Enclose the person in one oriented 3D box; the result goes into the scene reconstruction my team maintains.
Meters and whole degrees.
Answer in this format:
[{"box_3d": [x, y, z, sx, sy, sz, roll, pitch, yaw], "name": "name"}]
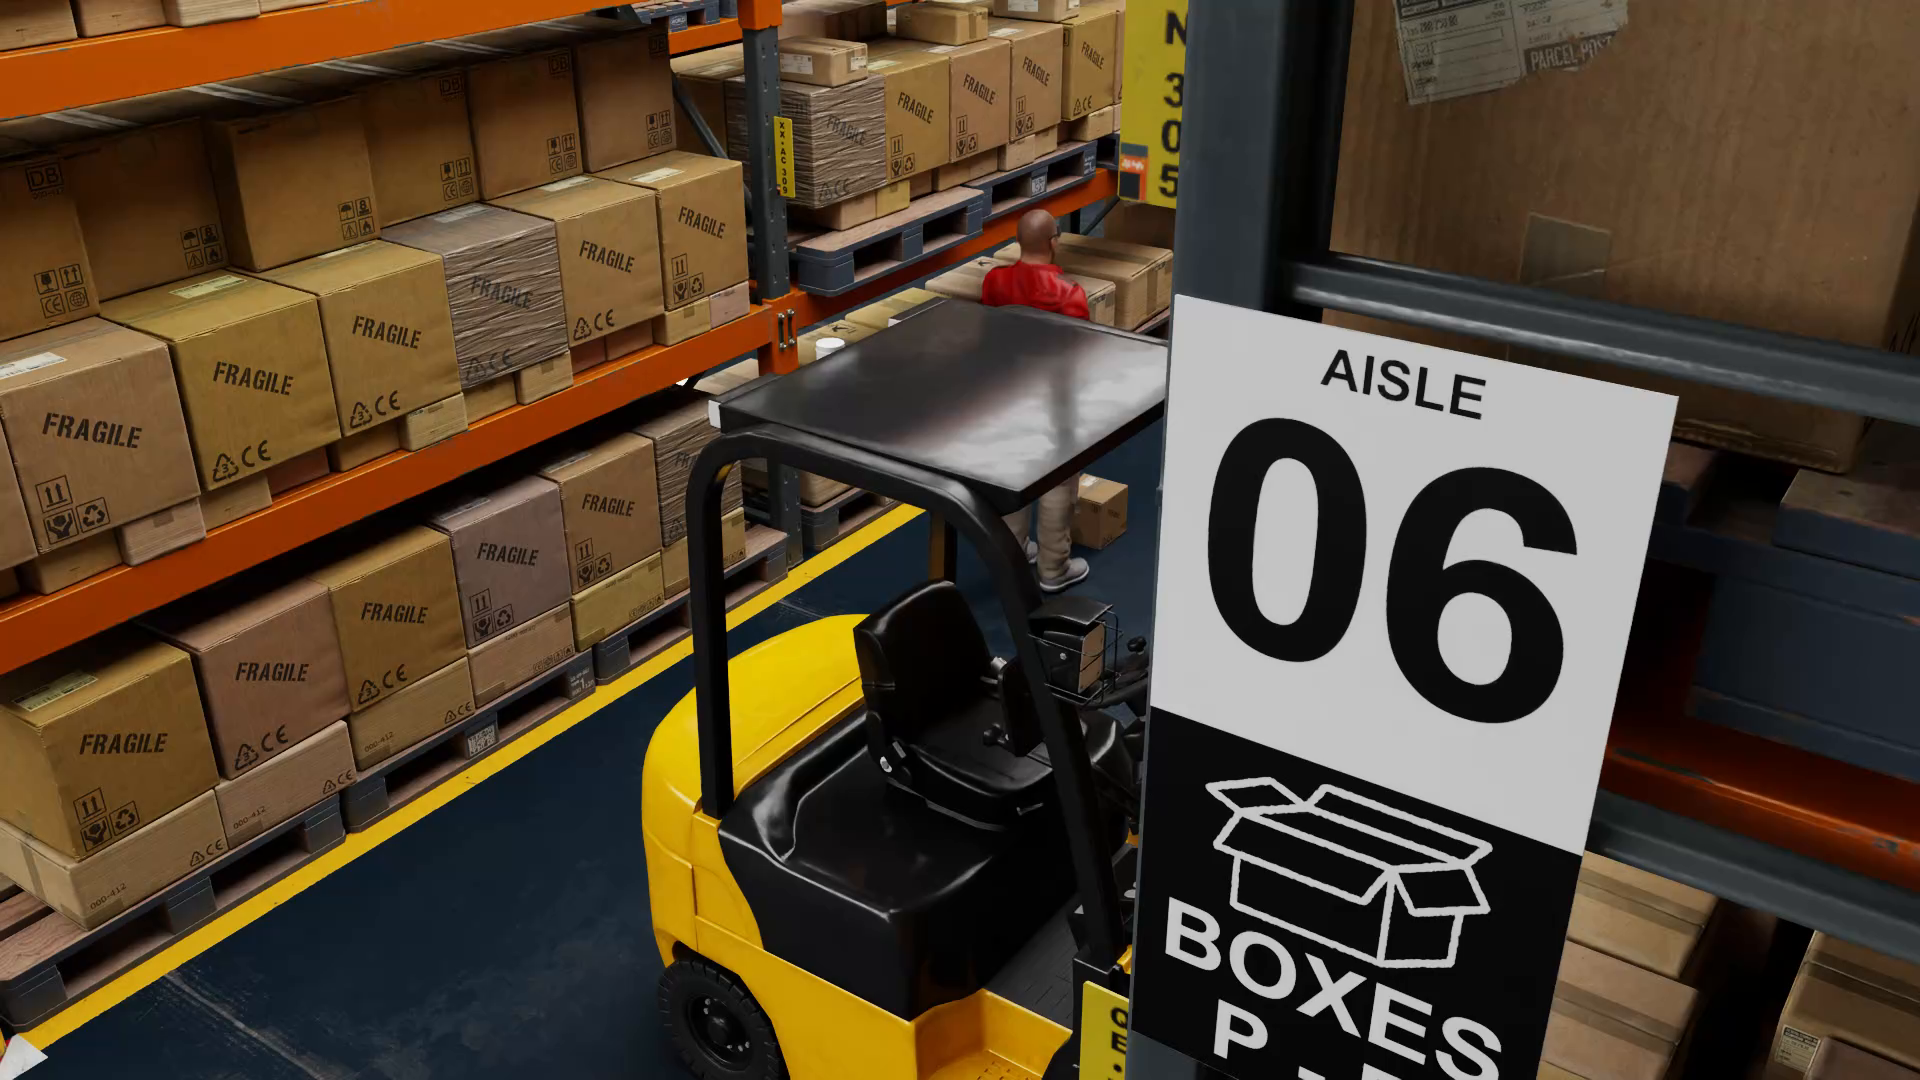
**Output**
[{"box_3d": [0.355, -0.624, 7.351, 0.531, 1.728, 0.359, 17, 32, 31], "name": "person"}]
